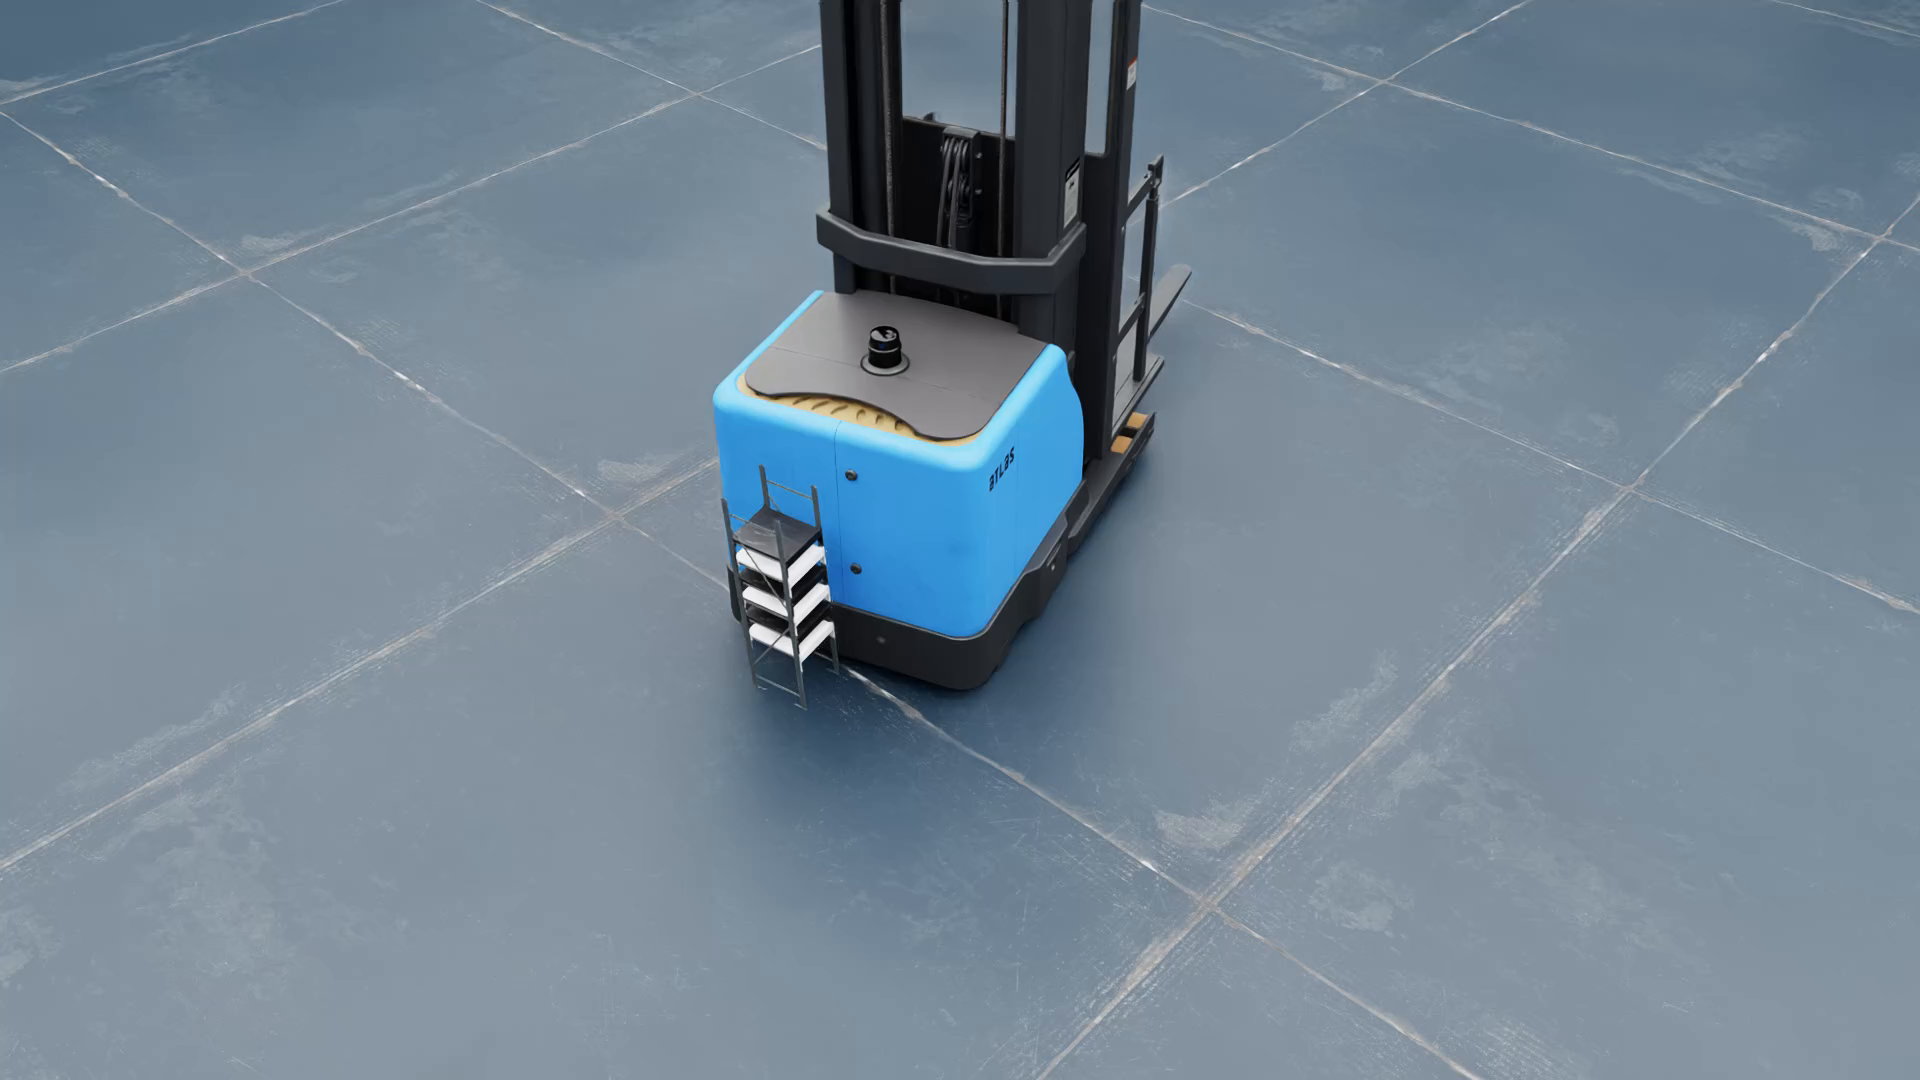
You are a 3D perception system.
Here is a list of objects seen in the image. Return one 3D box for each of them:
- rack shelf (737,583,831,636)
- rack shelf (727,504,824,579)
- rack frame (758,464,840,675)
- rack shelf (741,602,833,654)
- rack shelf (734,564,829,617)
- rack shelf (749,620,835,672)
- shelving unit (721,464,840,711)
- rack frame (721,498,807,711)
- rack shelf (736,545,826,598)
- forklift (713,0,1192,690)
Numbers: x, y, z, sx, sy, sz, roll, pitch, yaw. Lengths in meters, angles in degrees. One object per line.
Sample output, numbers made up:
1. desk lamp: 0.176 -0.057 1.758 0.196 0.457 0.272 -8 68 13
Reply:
1. rack shelf: -0.614 0.203 5.815 0.258 0.077 0.200 22 47 25
2. rack shelf: -0.624 0.002 5.635 0.258 0.077 0.200 22 47 25
3. rack frame: -0.560 0.120 5.855 0.240 0.900 0.006 22 47 25
4. rack shelf: -0.610 0.270 5.875 0.258 0.077 0.200 22 47 25
5. rack shelf: -0.617 0.136 5.755 0.258 0.077 0.200 22 47 25
6. rack shelf: -0.607 0.337 5.935 0.258 0.077 0.200 22 47 25
7. shelving unit: -0.615 0.178 5.793 0.258 0.900 0.210 22 47 25
8. rack frame: -0.670 0.237 5.730 0.240 0.900 0.006 22 47 25
9. rack shelf: -0.620 0.069 5.695 0.258 0.077 0.200 22 47 25
10. forklift: 0.197 -1.526 6.314 1.130 2.935 3.031 16 41 19
